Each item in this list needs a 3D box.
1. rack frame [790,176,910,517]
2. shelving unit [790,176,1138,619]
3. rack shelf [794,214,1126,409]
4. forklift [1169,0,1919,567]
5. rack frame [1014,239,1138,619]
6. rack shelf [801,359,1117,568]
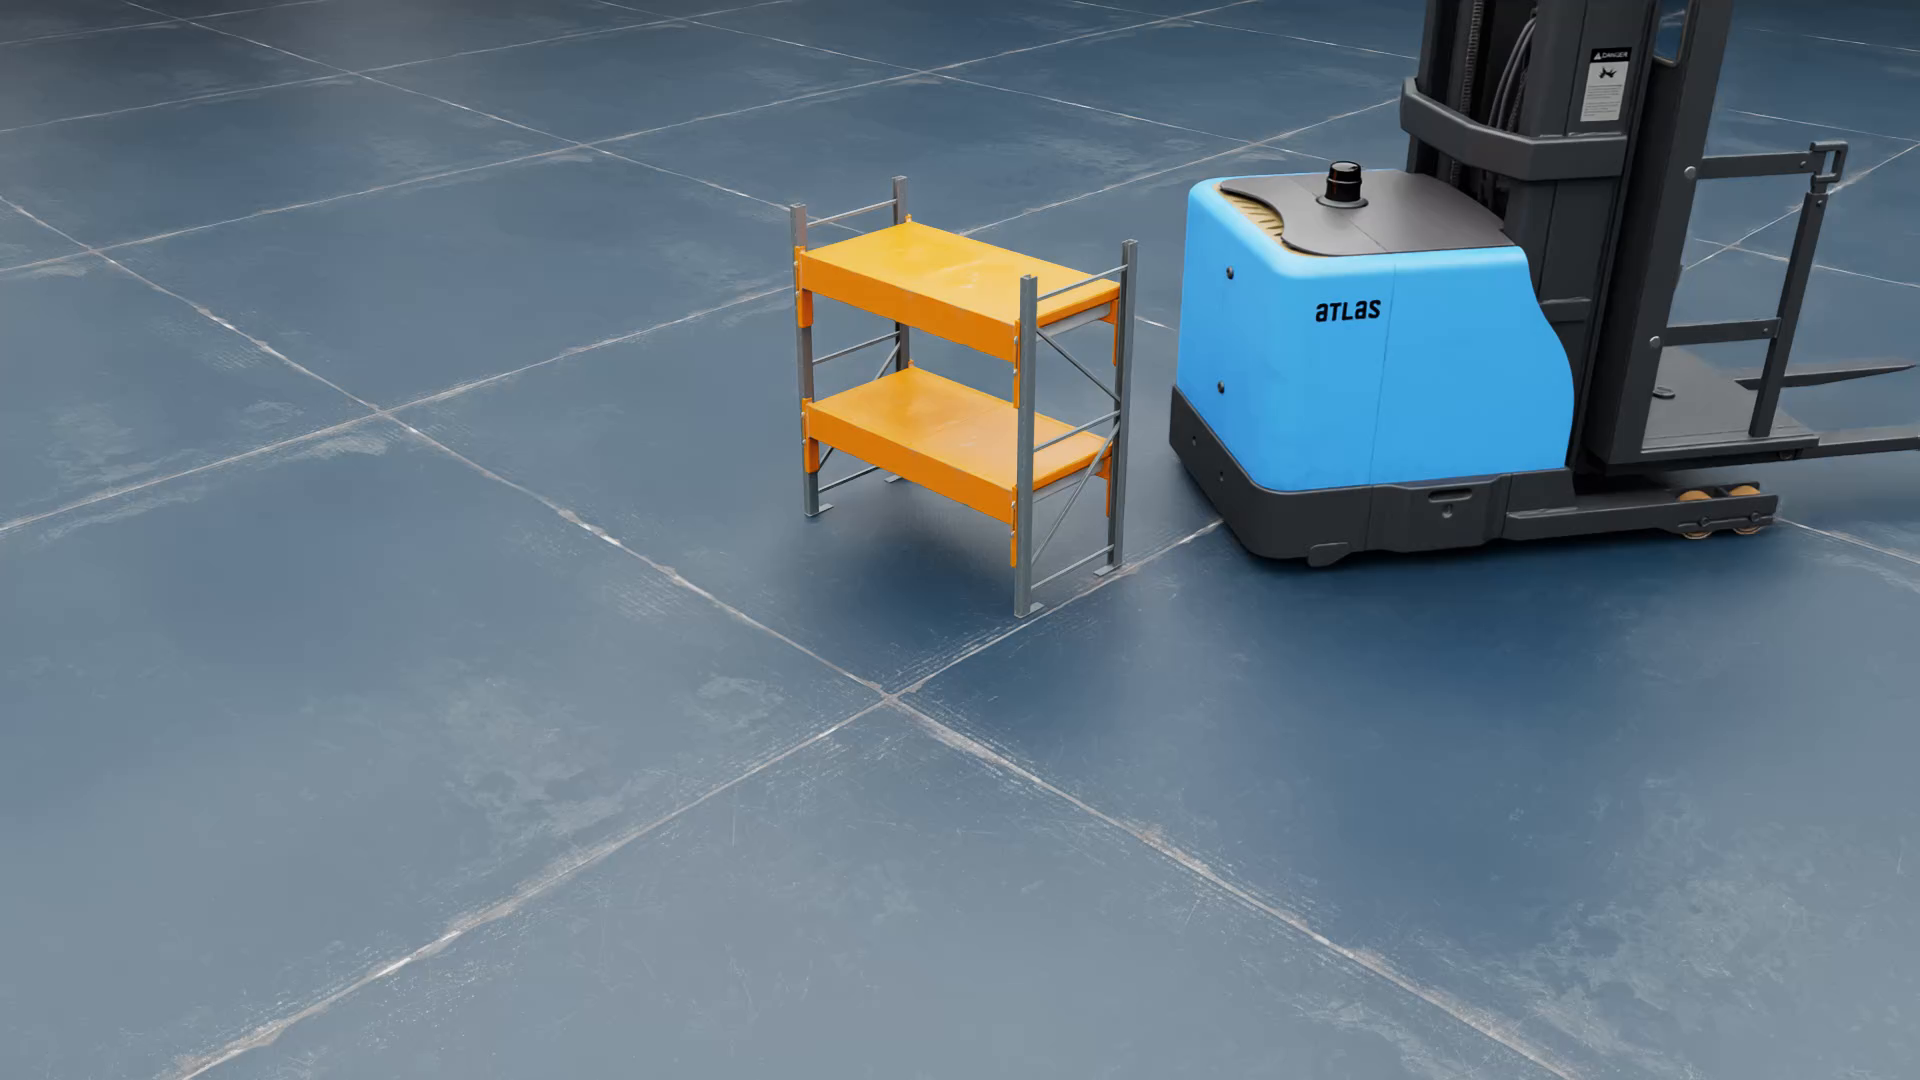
[{"bbox_3d":[-0.367,-0.666,5.808,0.032,1.125,0.500,25,36,38],"label":"rack frame"},{"bbox_3d":[-0.005,-0.500,5.492,1.048,1.125,0.538,25,36,38],"label":"shelving unit"},{"bbox_3d":[-0.005,-0.759,5.356,1.000,0.278,0.538,25,36,38],"label":"rack shelf"},{"bbox_3d":[2.359,-1.535,5.520,3.031,2.935,1.130,-5,28,-10],"label":"forklift"},{"bbox_3d":[0.358,-0.334,5.177,0.032,1.125,0.500,25,36,38],"label":"rack frame"},{"bbox_3d":[-0.005,-0.284,5.606,1.000,0.278,0.538,25,36,38],"label":"rack shelf"}]
